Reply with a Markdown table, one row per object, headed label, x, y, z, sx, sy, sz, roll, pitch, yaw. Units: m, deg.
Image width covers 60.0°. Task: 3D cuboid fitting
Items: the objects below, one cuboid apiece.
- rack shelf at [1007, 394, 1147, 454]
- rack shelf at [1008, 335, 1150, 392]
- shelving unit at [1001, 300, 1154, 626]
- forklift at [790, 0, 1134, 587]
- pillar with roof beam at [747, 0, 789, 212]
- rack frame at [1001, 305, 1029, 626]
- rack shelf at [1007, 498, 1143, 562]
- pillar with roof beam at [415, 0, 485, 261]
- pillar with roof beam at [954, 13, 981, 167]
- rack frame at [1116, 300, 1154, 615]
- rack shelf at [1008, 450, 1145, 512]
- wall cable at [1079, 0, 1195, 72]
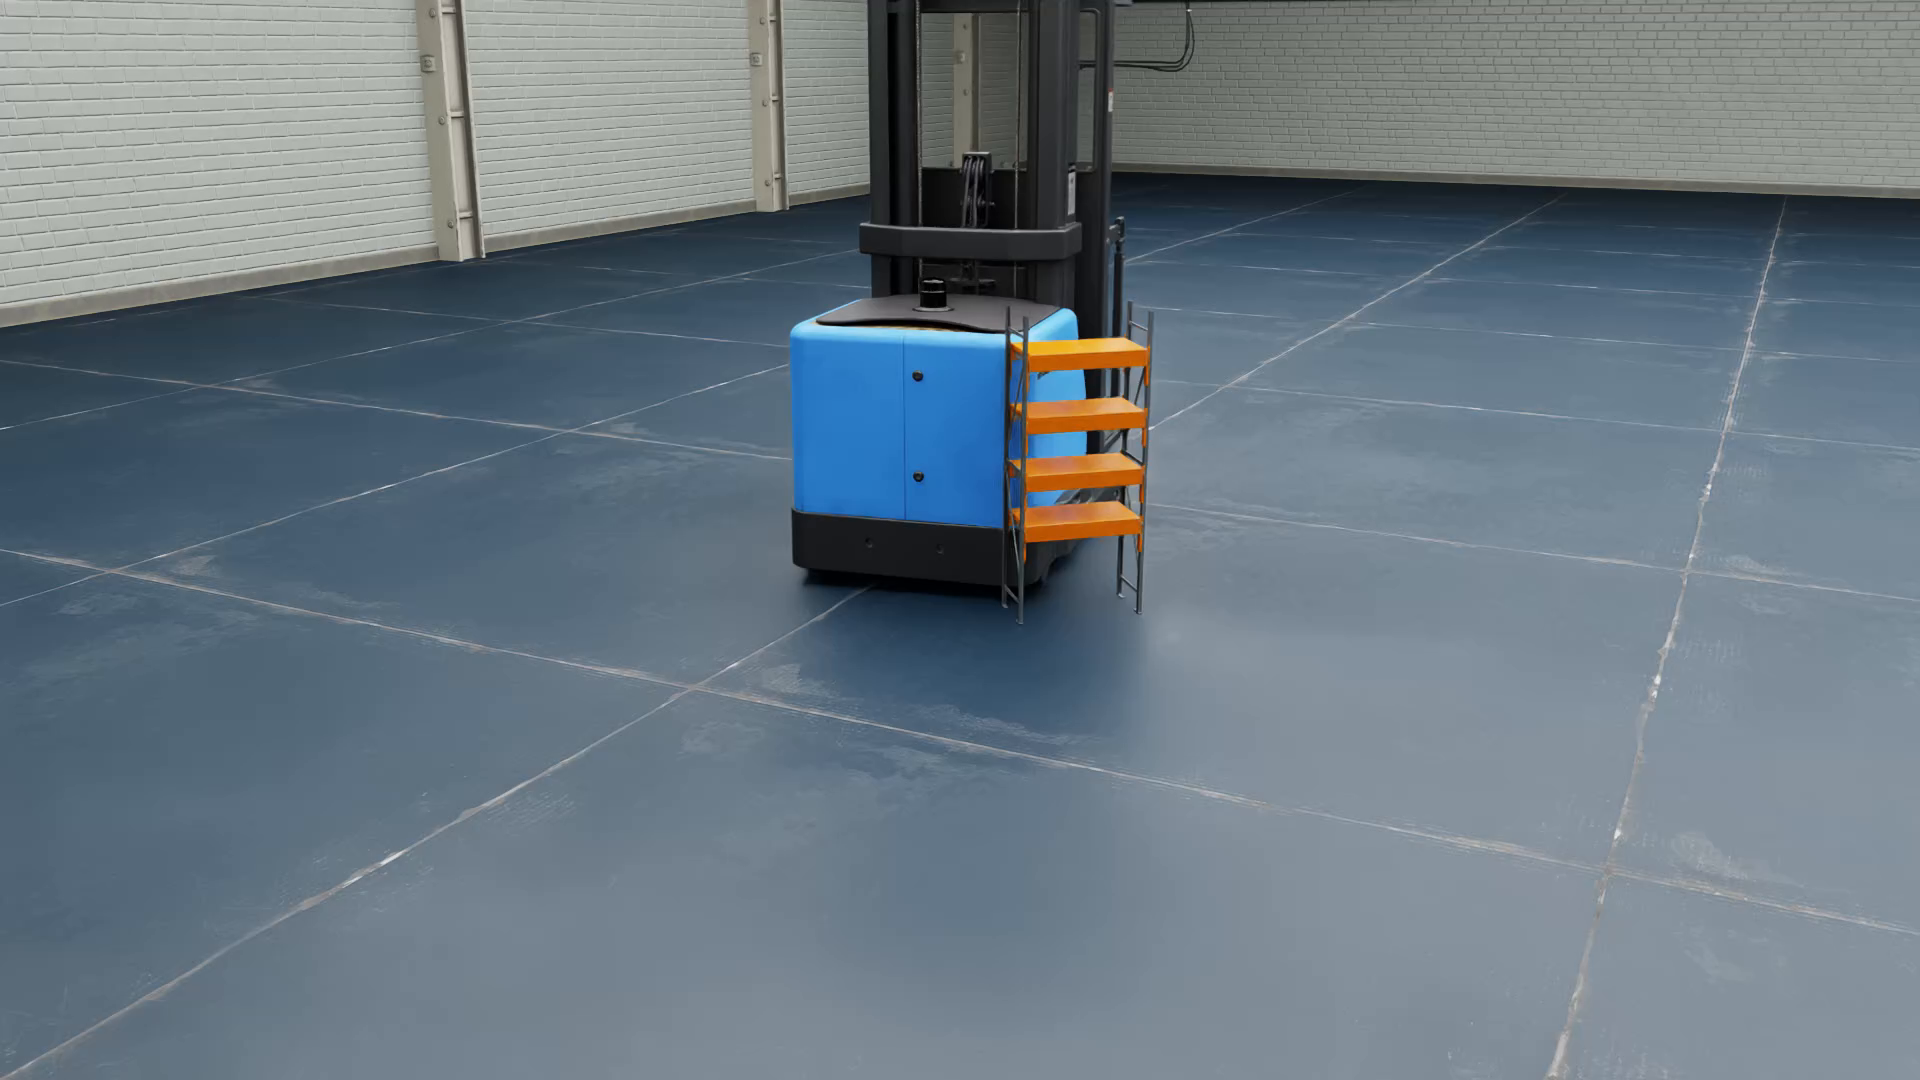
| label | x | y | z | sx | sy | sz | roll | pitch | yaw |
| --- | --- | --- | --- | --- | --- | --- | --- | --- | --- |
| rack shelf | 0.443 | -0.444 | 6.352 | 0.480 | 0.148 | 0.258 | -5 | 18 | -15 |
| rack shelf | 0.445 | -0.669 | 6.280 | 0.480 | 0.148 | 0.258 | -5 | 18 | -15 |
| shelving unit | 0.442 | -0.295 | 6.400 | 0.503 | 1.200 | 0.258 | -5 | 18 | -15 |
| forklift | 0.211 | -1.596 | 7.750 | 1.130 | 2.935 | 3.031 | 5 | 17 | 16 |
| pillar with roof beam | 1.290 | -8.256 | 19.515 | 9.100 | 9.000 | 0.400 | 8 | 18 | 25 |
| rack frame | 0.207 | -0.277 | 6.337 | 0.015 | 1.200 | 0.240 | -5 | 18 | -15 |
| rack shelf | 0.441 | -0.042 | 6.481 | 0.480 | 0.148 | 0.258 | -5 | 18 | -15 |
| pillar with roof beam | -1.391 | -6.727 | 14.369 | 9.100 | 9.000 | 0.400 | 8 | 18 | 25 |
| pillar with roof beam | 3.971 | -9.784 | 24.660 | 9.100 | 9.000 | 0.400 | 8 | 18 | 25 |
| rack frame | 0.677 | -0.314 | 6.463 | 0.015 | 1.200 | 0.240 | -5 | 18 | -15 |
| rack shelf | 0.442 | -0.231 | 6.421 | 0.480 | 0.148 | 0.258 | -5 | 18 | -15 |
| wall cable | 2.619 | -9.425 | 28.906 | 3.097 | 2.526 | 0.112 | 8 | 18 | 25 |
